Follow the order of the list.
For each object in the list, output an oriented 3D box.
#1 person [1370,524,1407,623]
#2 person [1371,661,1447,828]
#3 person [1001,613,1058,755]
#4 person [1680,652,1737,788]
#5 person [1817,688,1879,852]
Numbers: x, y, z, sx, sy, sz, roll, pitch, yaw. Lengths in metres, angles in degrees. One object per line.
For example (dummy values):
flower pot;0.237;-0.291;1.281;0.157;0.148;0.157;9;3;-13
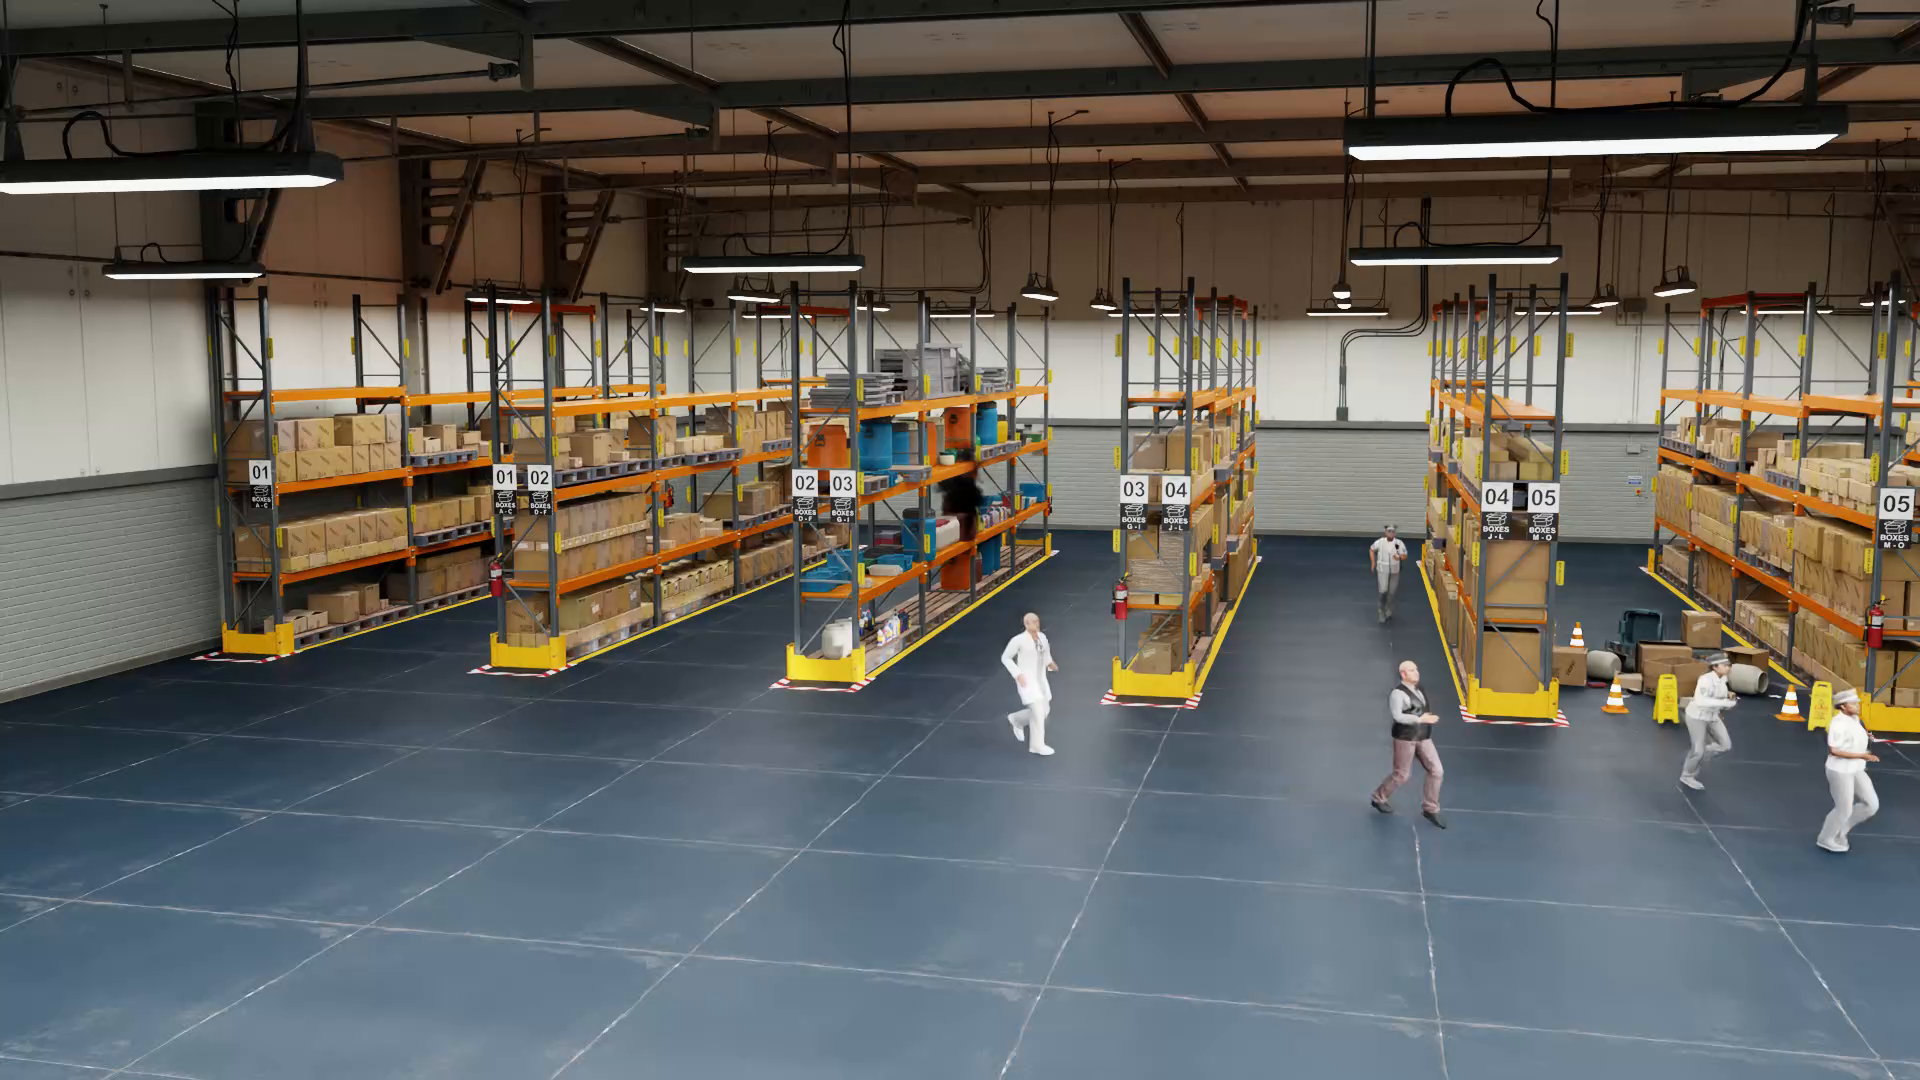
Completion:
person;7.904;0.616;30.659;0.631;1.850;0.768;1;7;5
person;4.784;2.149;17.631;0.661;1.757;0.822;-5;8;-39
person;0.852;1.767;20.649;0.709;1.742;0.798;-6;9;-43
person;8.498;2.046;18.838;0.601;1.618;0.708;-3;7;-27
person;8.825;2.290;16.434;0.557;1.667;0.586;-5;8;-35
